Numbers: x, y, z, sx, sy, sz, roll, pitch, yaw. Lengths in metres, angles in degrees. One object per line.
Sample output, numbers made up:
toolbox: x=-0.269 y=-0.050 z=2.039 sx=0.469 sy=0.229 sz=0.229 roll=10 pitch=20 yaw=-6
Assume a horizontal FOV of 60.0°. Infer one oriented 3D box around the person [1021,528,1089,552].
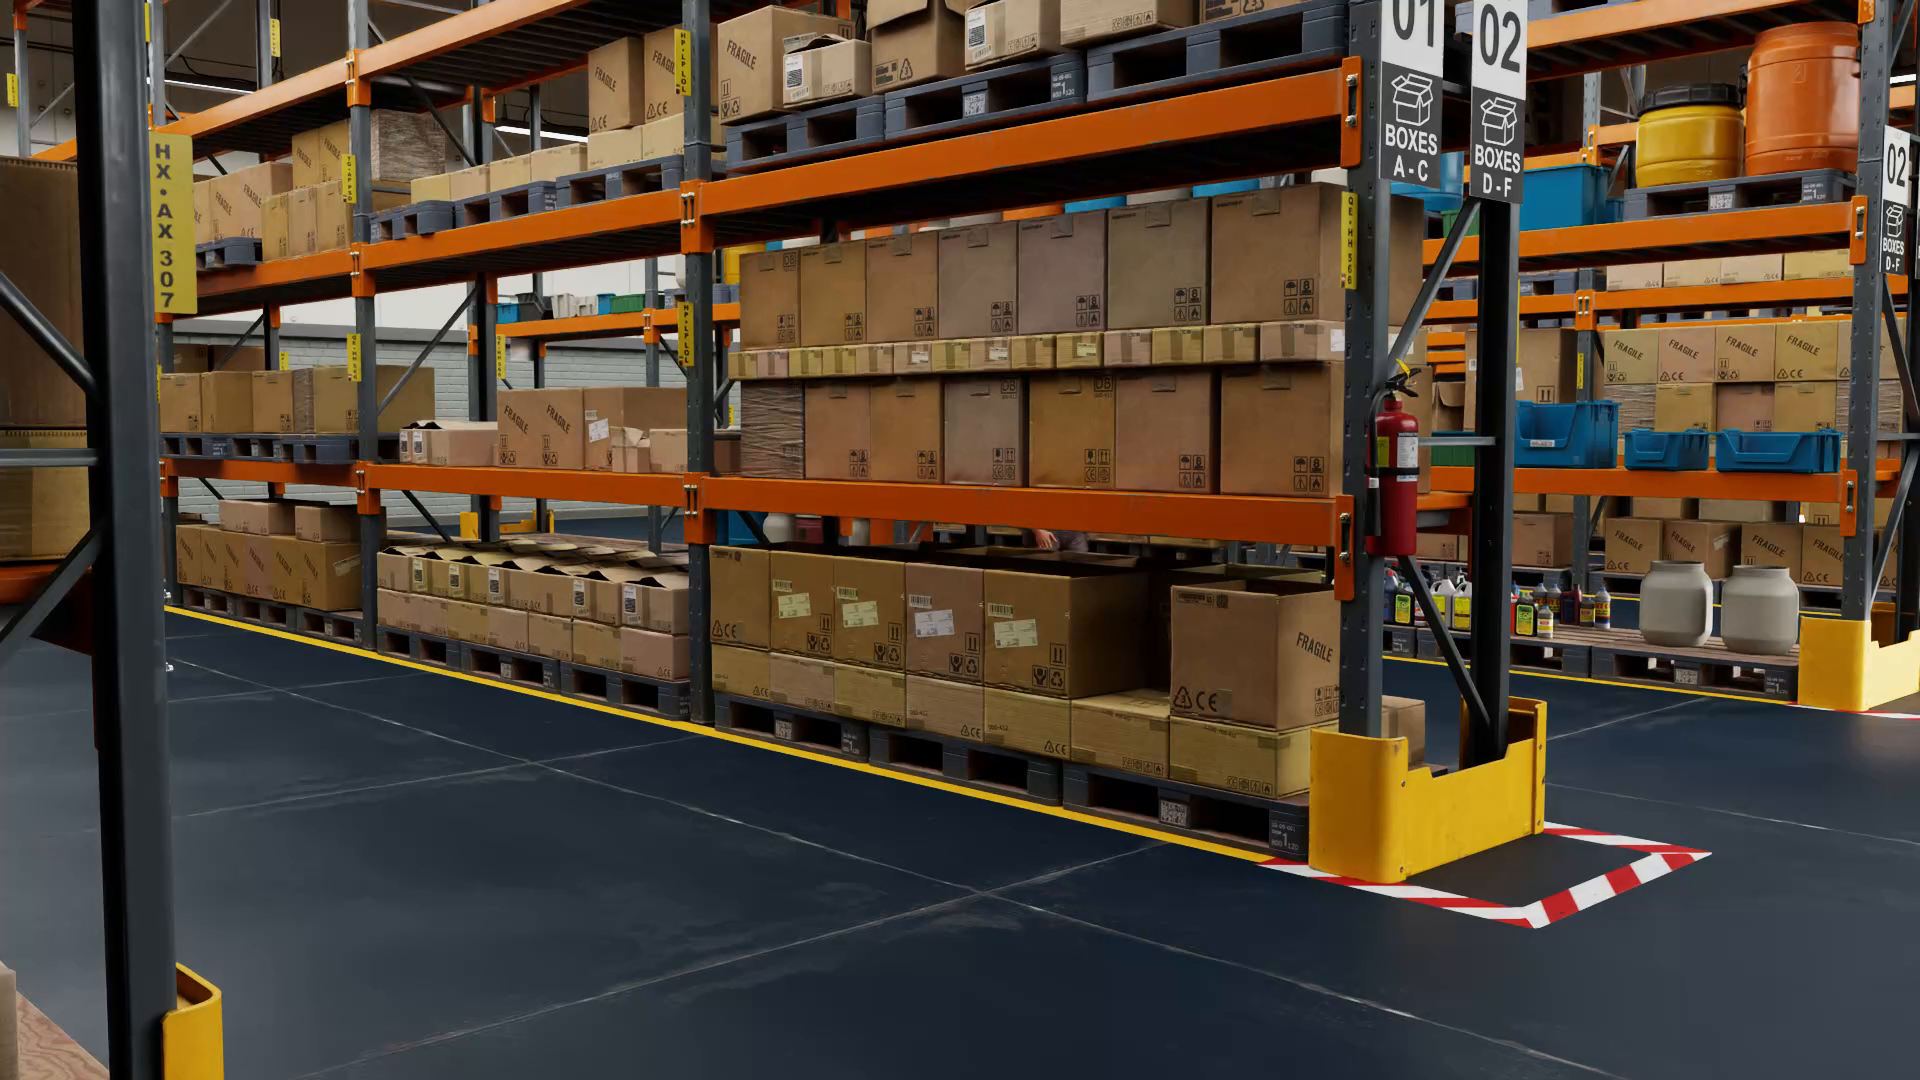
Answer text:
person: x=0.623 y=0.007 z=10.319 sx=0.571 sy=1.772 sz=0.466 roll=-3 pitch=5 yaw=-41
